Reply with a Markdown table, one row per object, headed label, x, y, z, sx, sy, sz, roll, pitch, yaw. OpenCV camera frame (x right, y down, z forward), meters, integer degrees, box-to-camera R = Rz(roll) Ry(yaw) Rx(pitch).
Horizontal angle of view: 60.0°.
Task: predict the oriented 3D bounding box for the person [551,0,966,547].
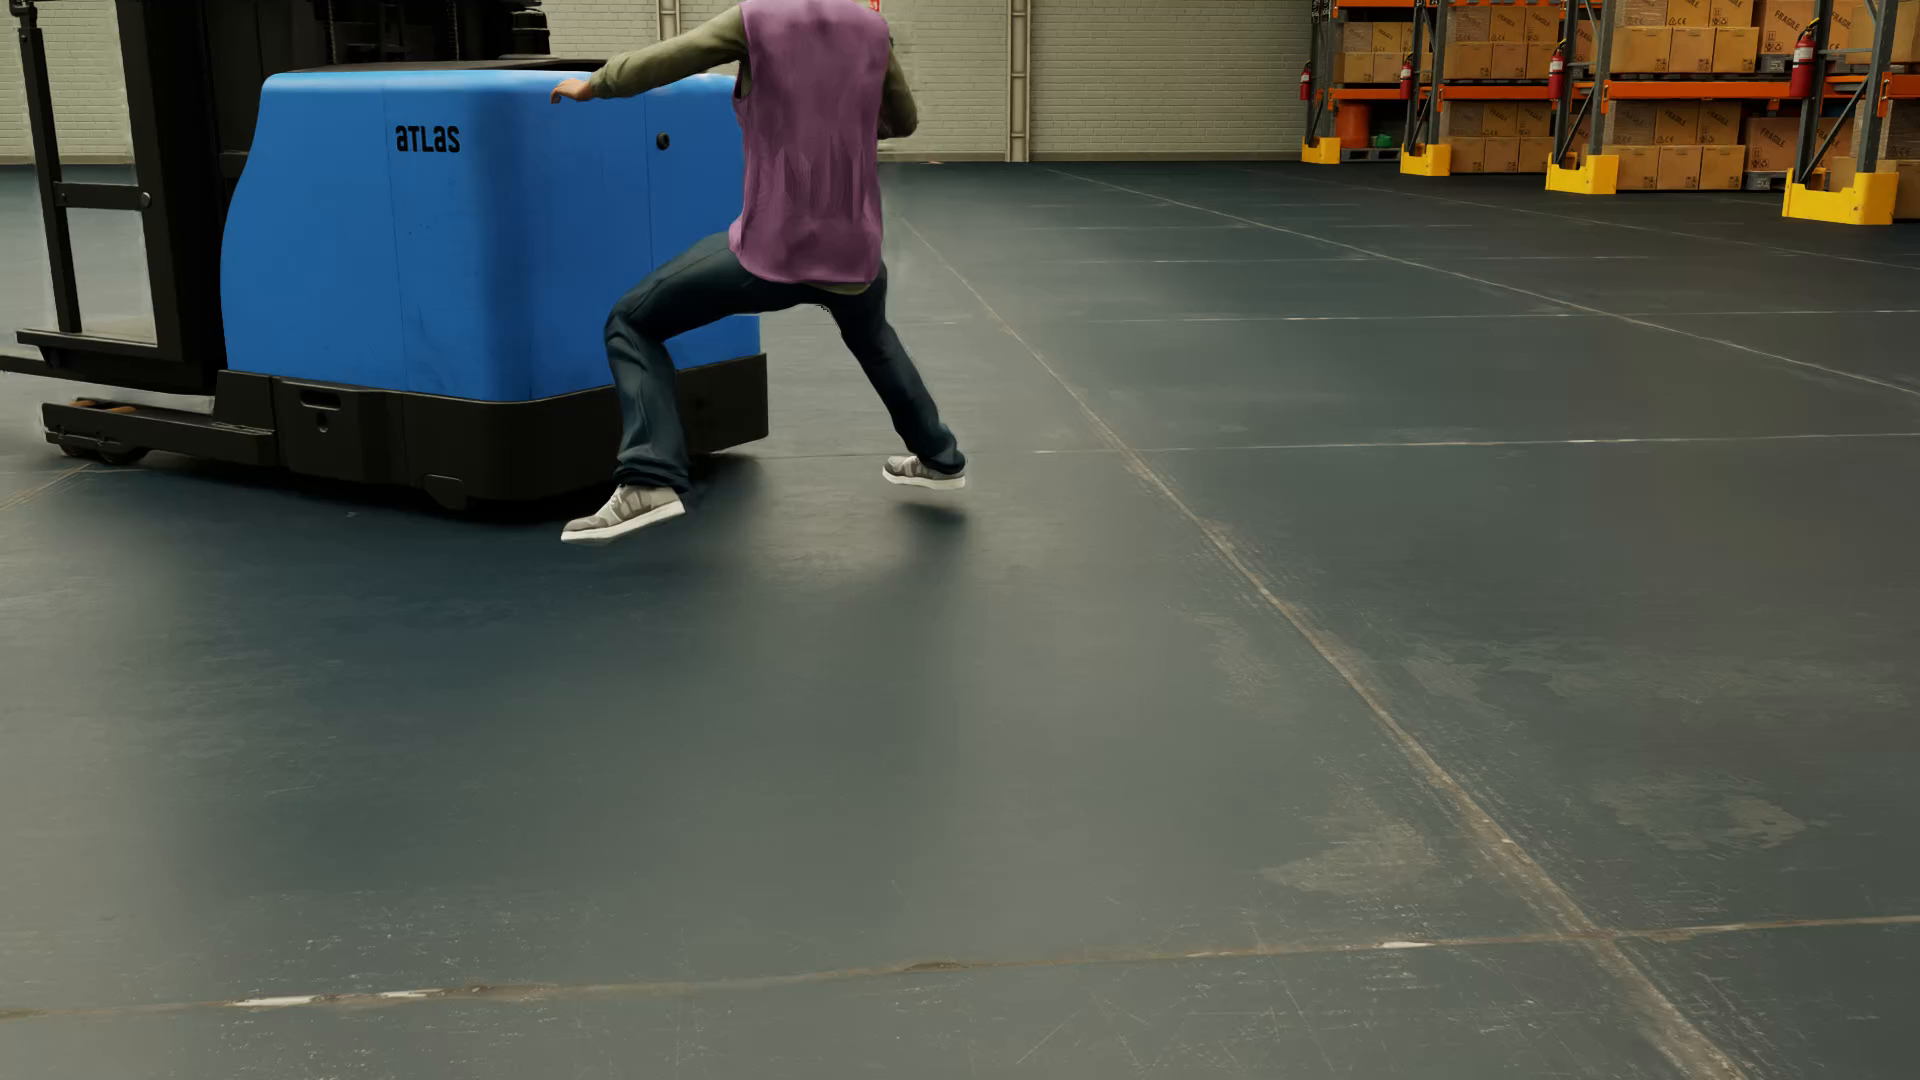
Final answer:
| label | x | y | z | sx | sy | sz | roll | pitch | yaw |
| --- | --- | --- | --- | --- | --- | --- | --- | --- | --- |
| person | -0.441 | -0.717 | 3.791 | 1.083 | 1.379 | 0.600 | -7 | 16 | -26 |

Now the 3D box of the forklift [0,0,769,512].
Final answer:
| label | x | y | z | sx | sy | sz | roll | pitch | yaw |
| --- | --- | --- | --- | --- | --- | --- | --- | --- | --- |
| forklift | -2.084 | -1.742 | 4.797 | 3.031 | 2.935 | 1.130 | 9 | 17 | 30 |
